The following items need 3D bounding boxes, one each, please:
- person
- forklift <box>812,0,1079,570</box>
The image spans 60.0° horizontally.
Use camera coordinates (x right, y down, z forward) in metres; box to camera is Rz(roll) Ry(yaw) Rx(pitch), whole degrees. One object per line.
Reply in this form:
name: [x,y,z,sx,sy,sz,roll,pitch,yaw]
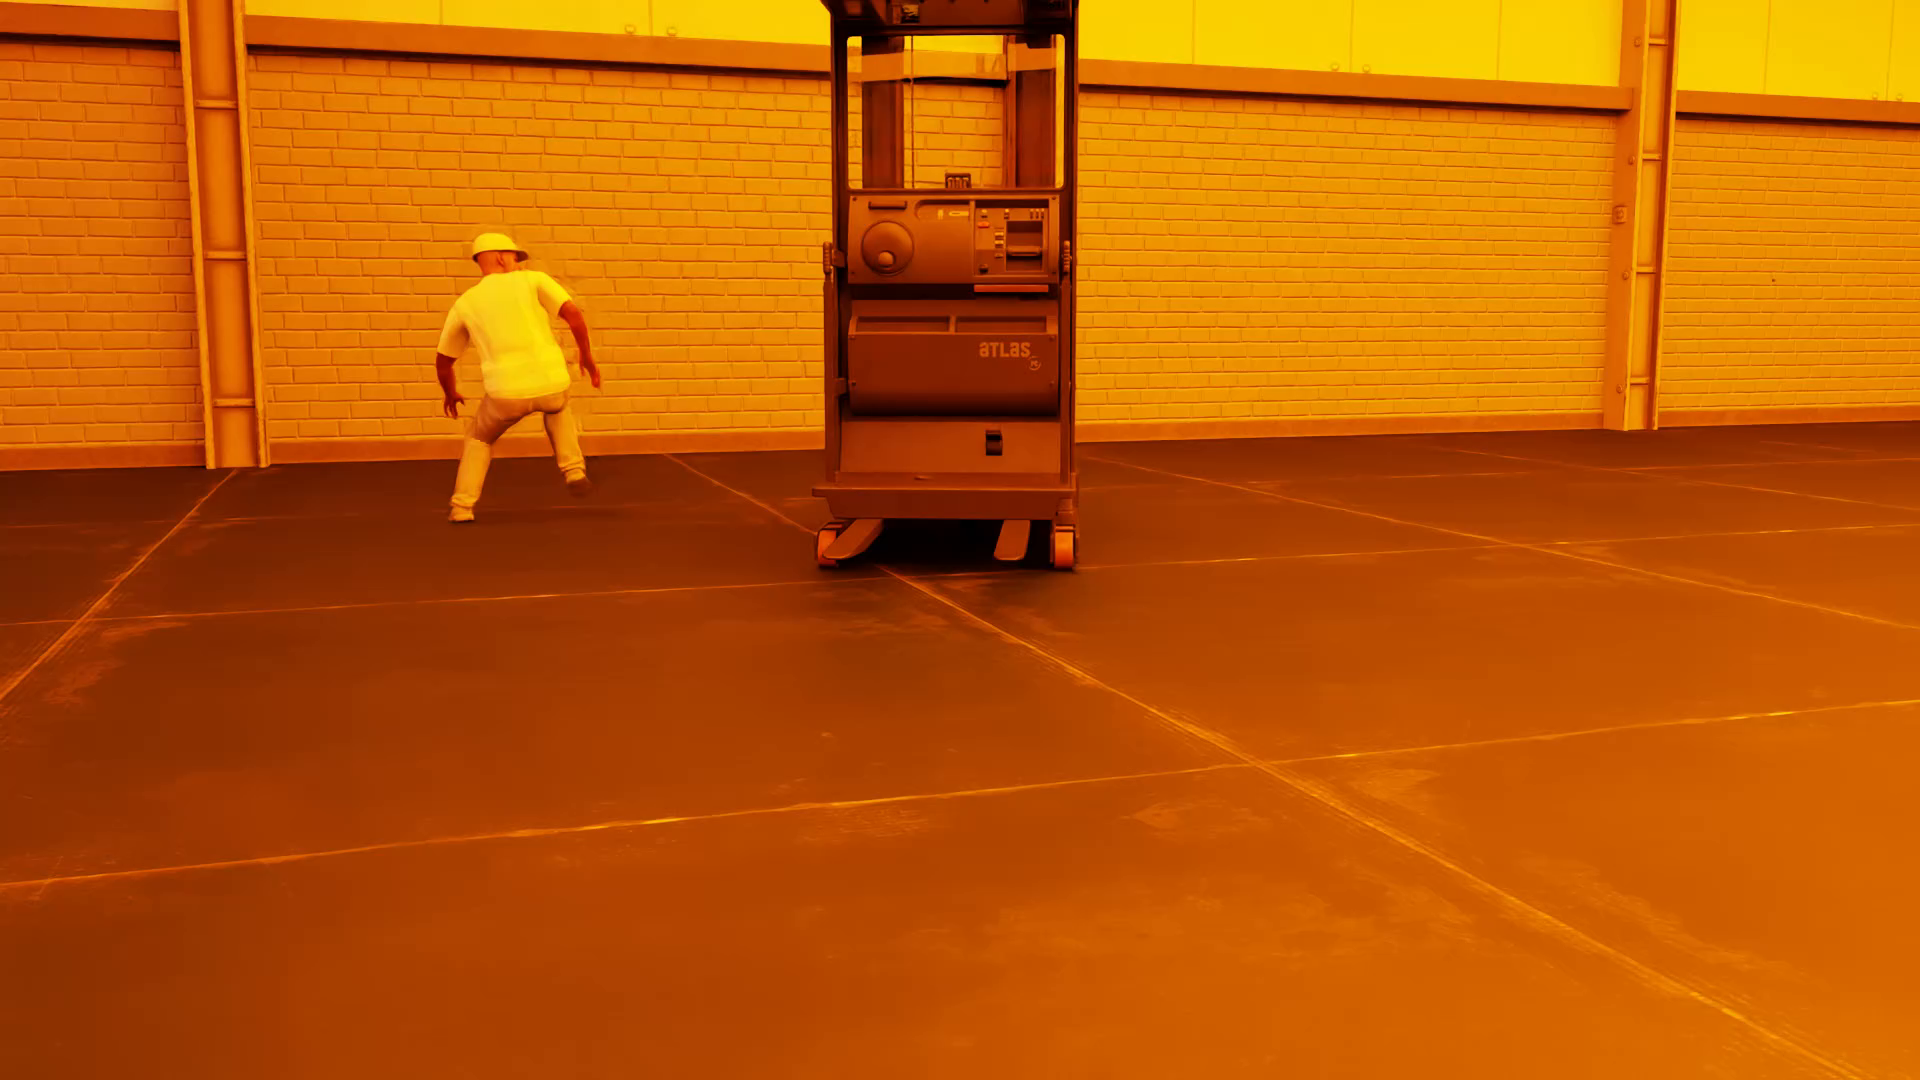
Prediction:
person: [-2.324,-0.848,8.765,0.835,1.523,0.683,-2,8,-14]
forklift: [-0.039,-1.370,7.123,1.130,2.935,3.031,0,8,4]
